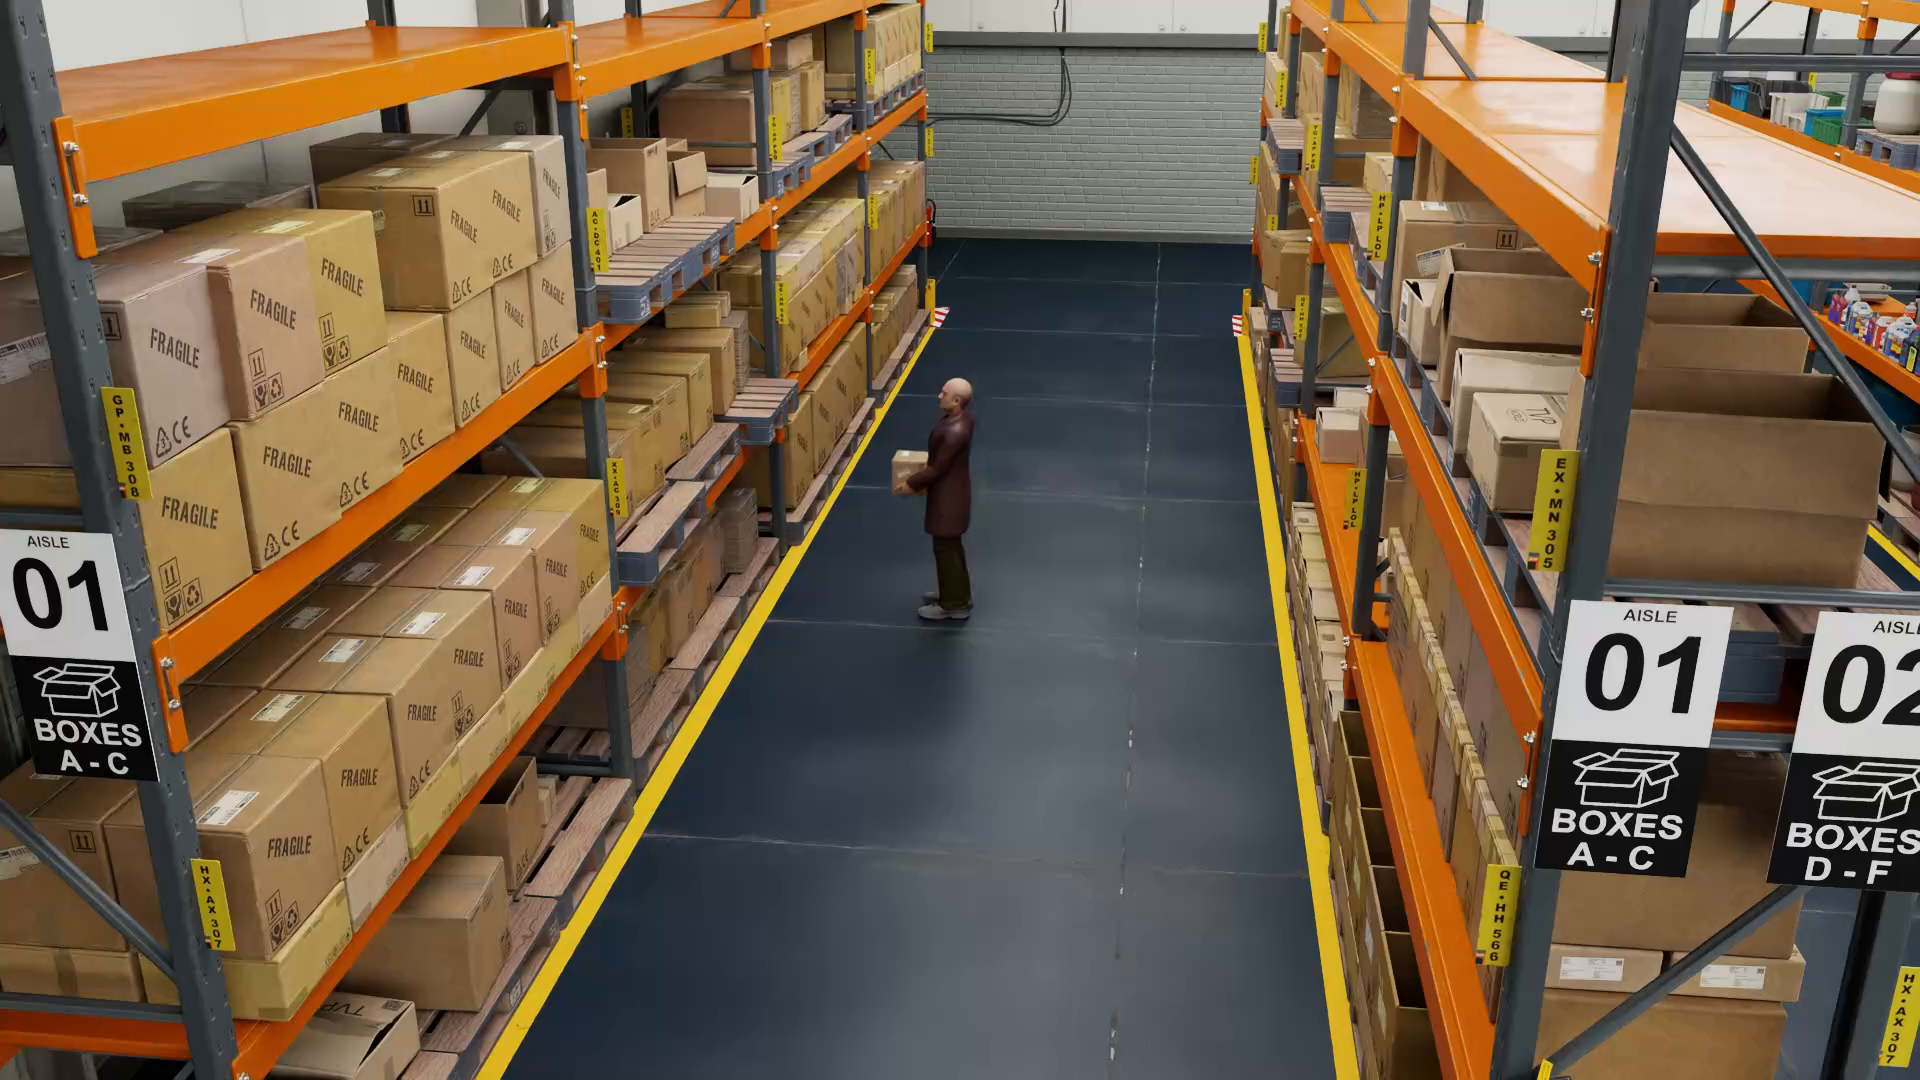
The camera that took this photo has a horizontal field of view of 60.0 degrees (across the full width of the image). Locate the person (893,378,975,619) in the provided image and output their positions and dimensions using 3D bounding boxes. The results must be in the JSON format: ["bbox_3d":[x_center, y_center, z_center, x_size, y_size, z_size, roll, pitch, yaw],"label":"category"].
[{"bbox_3d":[-0.183,-0.306,11.903,0.554,1.775,0.537,2,21,6],"label":"person"}]
